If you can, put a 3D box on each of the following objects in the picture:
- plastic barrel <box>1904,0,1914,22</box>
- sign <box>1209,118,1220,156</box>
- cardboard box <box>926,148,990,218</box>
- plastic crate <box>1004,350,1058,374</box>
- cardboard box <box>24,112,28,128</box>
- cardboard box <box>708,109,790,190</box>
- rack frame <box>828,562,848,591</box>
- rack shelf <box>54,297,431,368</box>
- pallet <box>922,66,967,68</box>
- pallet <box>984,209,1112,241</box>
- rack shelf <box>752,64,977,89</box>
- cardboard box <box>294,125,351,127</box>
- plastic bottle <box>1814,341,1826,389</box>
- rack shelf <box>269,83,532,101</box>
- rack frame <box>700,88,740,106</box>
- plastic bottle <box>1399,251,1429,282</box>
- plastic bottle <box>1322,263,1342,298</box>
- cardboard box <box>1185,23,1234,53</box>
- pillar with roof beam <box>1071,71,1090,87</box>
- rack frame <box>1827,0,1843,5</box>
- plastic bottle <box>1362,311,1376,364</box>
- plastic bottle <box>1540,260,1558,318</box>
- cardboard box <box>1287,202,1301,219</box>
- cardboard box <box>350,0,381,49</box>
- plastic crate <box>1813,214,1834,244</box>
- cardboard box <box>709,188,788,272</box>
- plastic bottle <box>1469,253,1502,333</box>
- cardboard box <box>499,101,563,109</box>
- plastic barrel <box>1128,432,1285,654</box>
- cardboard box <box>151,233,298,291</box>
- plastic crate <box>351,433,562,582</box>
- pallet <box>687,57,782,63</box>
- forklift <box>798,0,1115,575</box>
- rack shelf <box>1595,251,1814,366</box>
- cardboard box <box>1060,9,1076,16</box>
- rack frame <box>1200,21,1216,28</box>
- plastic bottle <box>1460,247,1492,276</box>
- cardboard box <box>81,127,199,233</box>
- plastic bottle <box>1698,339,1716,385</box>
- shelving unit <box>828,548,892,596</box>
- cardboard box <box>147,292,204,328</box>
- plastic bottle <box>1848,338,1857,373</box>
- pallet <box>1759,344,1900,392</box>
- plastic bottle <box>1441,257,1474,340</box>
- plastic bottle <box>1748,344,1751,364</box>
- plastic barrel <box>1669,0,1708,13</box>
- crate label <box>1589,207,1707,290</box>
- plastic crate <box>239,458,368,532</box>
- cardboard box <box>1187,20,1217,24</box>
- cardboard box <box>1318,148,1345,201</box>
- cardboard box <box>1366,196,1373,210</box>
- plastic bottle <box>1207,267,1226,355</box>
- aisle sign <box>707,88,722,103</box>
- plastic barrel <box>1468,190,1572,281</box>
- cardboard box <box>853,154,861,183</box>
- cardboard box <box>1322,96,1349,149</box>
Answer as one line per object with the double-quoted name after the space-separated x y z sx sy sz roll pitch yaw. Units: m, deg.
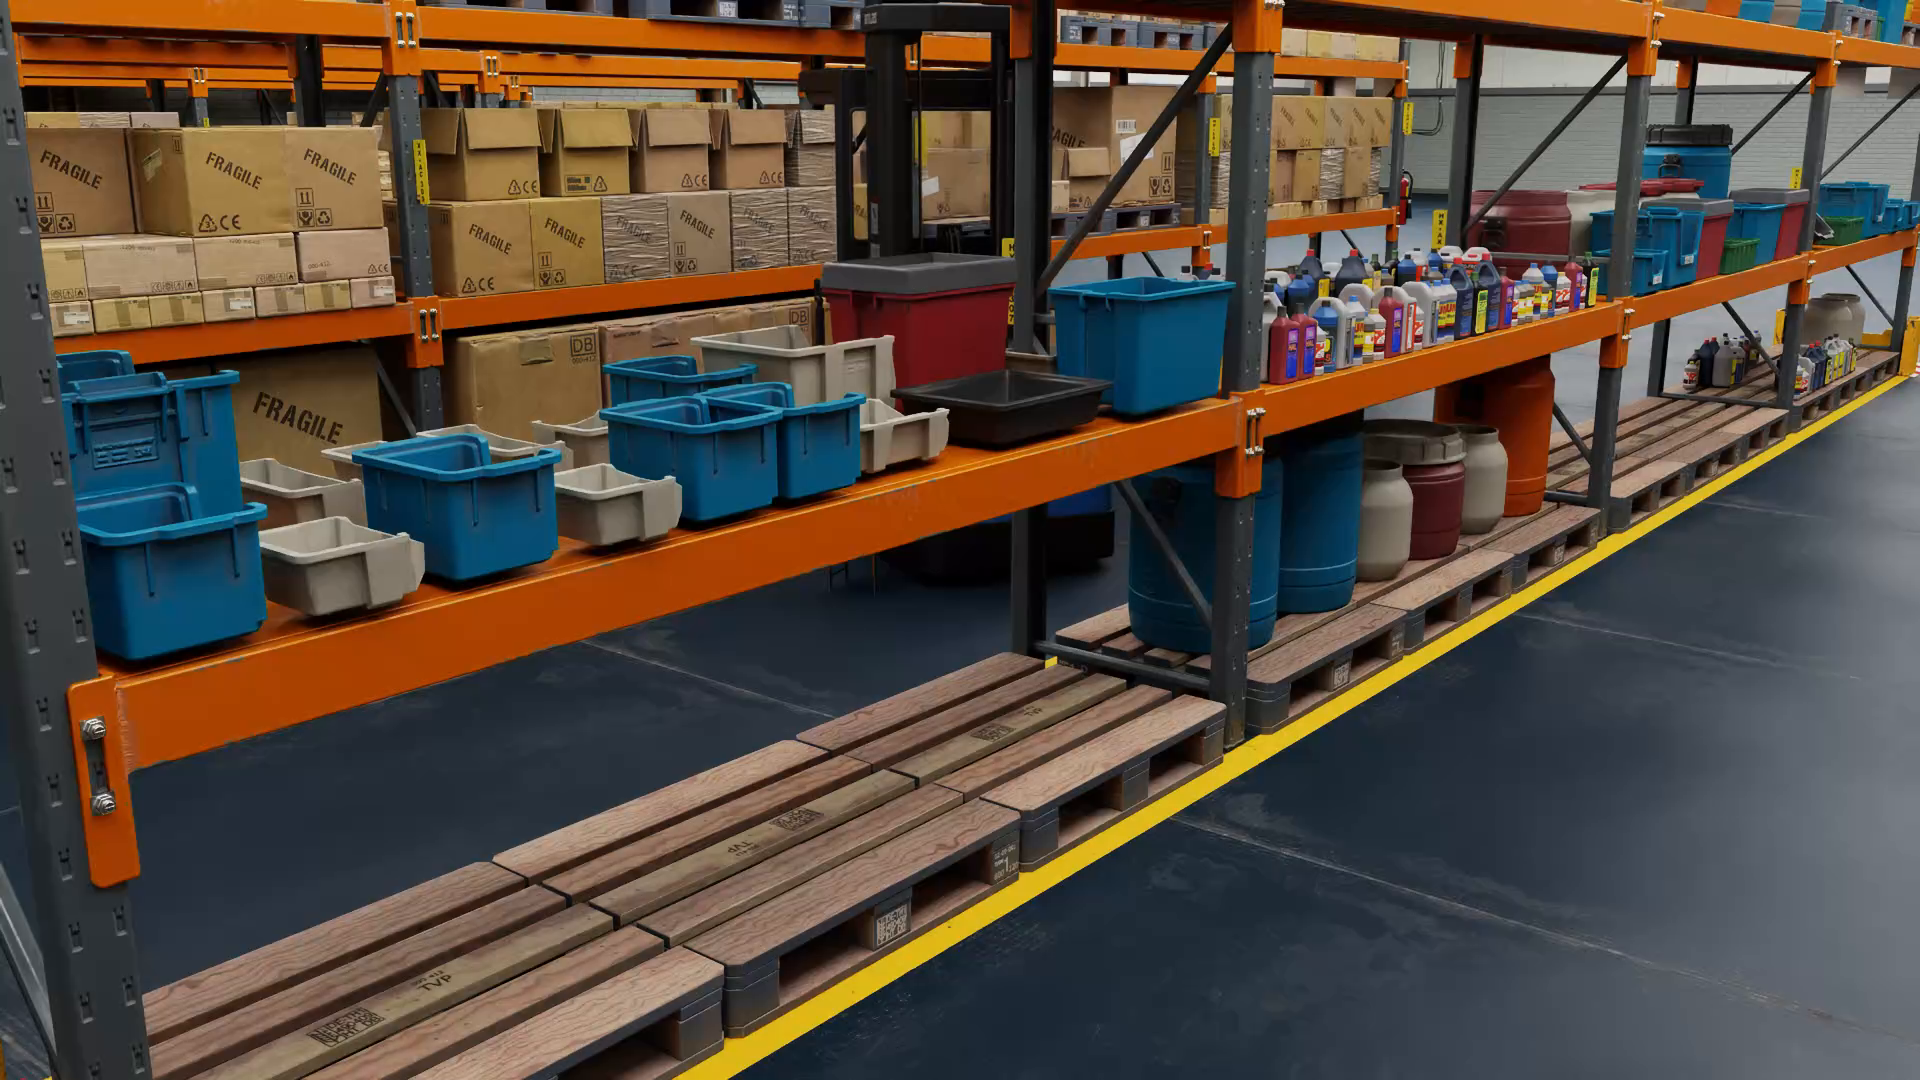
7.552 -4.577 13.721 0.600 0.588 0.600 0 14 0 "plastic barrel"
2.237 -3.543 14.625 0.100 0.325 0.005 11 18 38 "sign"
-0.129 -2.785 12.937 0.500 0.500 0.700 -13 19 -41 "cardboard box"
0.224 -0.603 5.817 0.396 0.136 0.243 11 18 38 "plastic crate"
-9.497 -3.939 16.301 0.500 0.500 0.500 11 18 37 "cardboard box"
-1.595 -2.574 10.921 0.797 0.503 0.637 12 18 39 "cardboard box"
-0.601 -0.282 8.101 0.008 1.050 0.200 6 15 21 "rack frame"
-4.482 -0.803 7.653 1.077 0.370 4.000 11 18 38 "rack shelf"
0.065 -5.887 20.292 1.003 0.211 1.213 11 18 38 "pallet"
0.501 -2.593 13.629 1.003 0.211 1.213 11 18 38 "pallet"
-0.734 -5.342 19.428 1.077 0.370 4.000 11 18 38 "rack shelf"
-7.305 -4.485 19.024 0.500 0.500 0.500 12 18 38 "cardboard box"
6.604 -1.356 12.856 0.144 0.351 0.185 10 18 35 "plastic bottle"
-8.511 -6.856 25.388 1.077 0.370 4.000 11 18 38 "rack shelf"
-3.391 -5.366 24.155 1.000 3.000 0.127 11 18 38 "rack frame"
2.327 -1.353 8.608 0.152 0.276 0.135 11 18 38 "plastic bottle"
1.747 -1.176 7.911 0.152 0.276 0.135 11 18 38 "plastic bottle"
2.285 -4.495 14.936 0.500 0.250 0.500 10 18 35 "cardboard box"
6.269 -11.829 37.409 9.100 9.000 0.400 11 18 38 "pillar with roof beam"
5.656 -5.208 11.347 1.000 3.000 0.127 11 18 38 "rack frame"
1.600 -0.808 6.617 0.097 0.201 0.097 0 14 0 "plastic bottle"
2.865 -1.228 8.125 0.097 0.271 0.097 0 14 0 "plastic bottle"
3.105 -3.229 16.252 0.380 0.149 0.250 11 18 38 "cardboard box"
-4.971 -4.344 13.834 0.500 0.500 0.500 11 18 38 "cardboard box"
6.084 -2.351 12.411 0.767 0.338 0.504 11 18 38 "plastic crate"
-1.470 -2.022 10.787 0.500 0.500 0.500 11 18 36 "cardboard box"
2.368 -1.124 7.556 0.144 0.351 0.185 11 18 38 "plastic bottle"
-5.460 -5.328 21.168 0.700 0.500 0.500 11 18 37 "cardboard box"
0.983 -0.056 6.662 0.600 0.901 0.708 11 18 38 "plastic barrel"
-3.622 -1.382 8.170 0.500 0.250 0.500 12 19 39 "cardboard box"
-1.061 -0.073 3.535 0.416 0.233 0.300 11 18 38 "plastic crate"
-2.529 -5.032 17.134 0.805 0.209 1.217 10 18 35 "pallet"
-0.237 -1.563 9.321 1.130 2.935 3.031 -6 15 -22 "forklift"
4.399 -1.569 10.667 1.077 0.370 4.000 11 18 38 "rack shelf"
0.703 -4.236 13.237 0.380 0.166 0.250 11 18 36 "cardboard box"
1.803 -5.975 14.365 1.000 3.000 0.127 11 18 38 "rack frame"
2.737 -1.418 8.864 0.152 0.276 0.135 11 18 38 "plastic bottle"
-4.040 -1.824 8.390 0.500 0.500 0.500 11 18 38 "cardboard box"
5.836 -1.398 13.019 0.144 0.351 0.185 11 18 36 "plastic bottle"
-0.489 -0.271 8.056 0.252 1.050 0.215 6 15 21 "shelving unit"
-3.808 -1.107 7.898 0.380 0.149 0.250 12 18 39 "cardboard box"
7.297 -1.518 13.631 0.061 0.283 0.133 12 18 39 "plastic bottle"
7.644 -1.538 14.750 1.003 0.211 1.213 11 18 38 "pallet"
2.168 -1.063 7.316 0.144 0.351 0.185 11 18 38 "plastic bottle"
6.631 -1.624 14.045 0.061 0.283 0.133 12 18 38 "plastic bottle"
3.827 -3.355 9.127 0.600 0.901 0.600 0 14 0 "plastic barrel"
3.976 -1.700 9.651 0.502 0.435 0.616 11 18 38 "crate label"
-1.515 -0.088 3.790 0.396 0.136 0.243 11 18 38 "plastic crate"
2.247 -4.656 14.761 0.380 0.149 0.250 11 18 36 "cardboard box"
3.381 -3.721 16.871 0.875 0.500 0.500 11 18 38 "cardboard box"
4.141 -3.577 17.621 0.380 0.149 0.250 11 18 38 "cardboard box"
1.063 -0.949 6.866 0.144 0.351 0.185 11 18 38 "plastic bottle"
-3.593 -6.686 24.071 0.394 0.787 0.004 11 18 38 "aisle sign"
3.198 -1.736 9.588 0.600 0.536 0.708 11 18 38 "plastic barrel"
-1.441 -4.108 18.896 0.875 0.550 0.550 11 18 38 "cardboard box"
3.538 -4.175 16.626 0.500 0.500 0.500 11 18 38 "cardboard box"
